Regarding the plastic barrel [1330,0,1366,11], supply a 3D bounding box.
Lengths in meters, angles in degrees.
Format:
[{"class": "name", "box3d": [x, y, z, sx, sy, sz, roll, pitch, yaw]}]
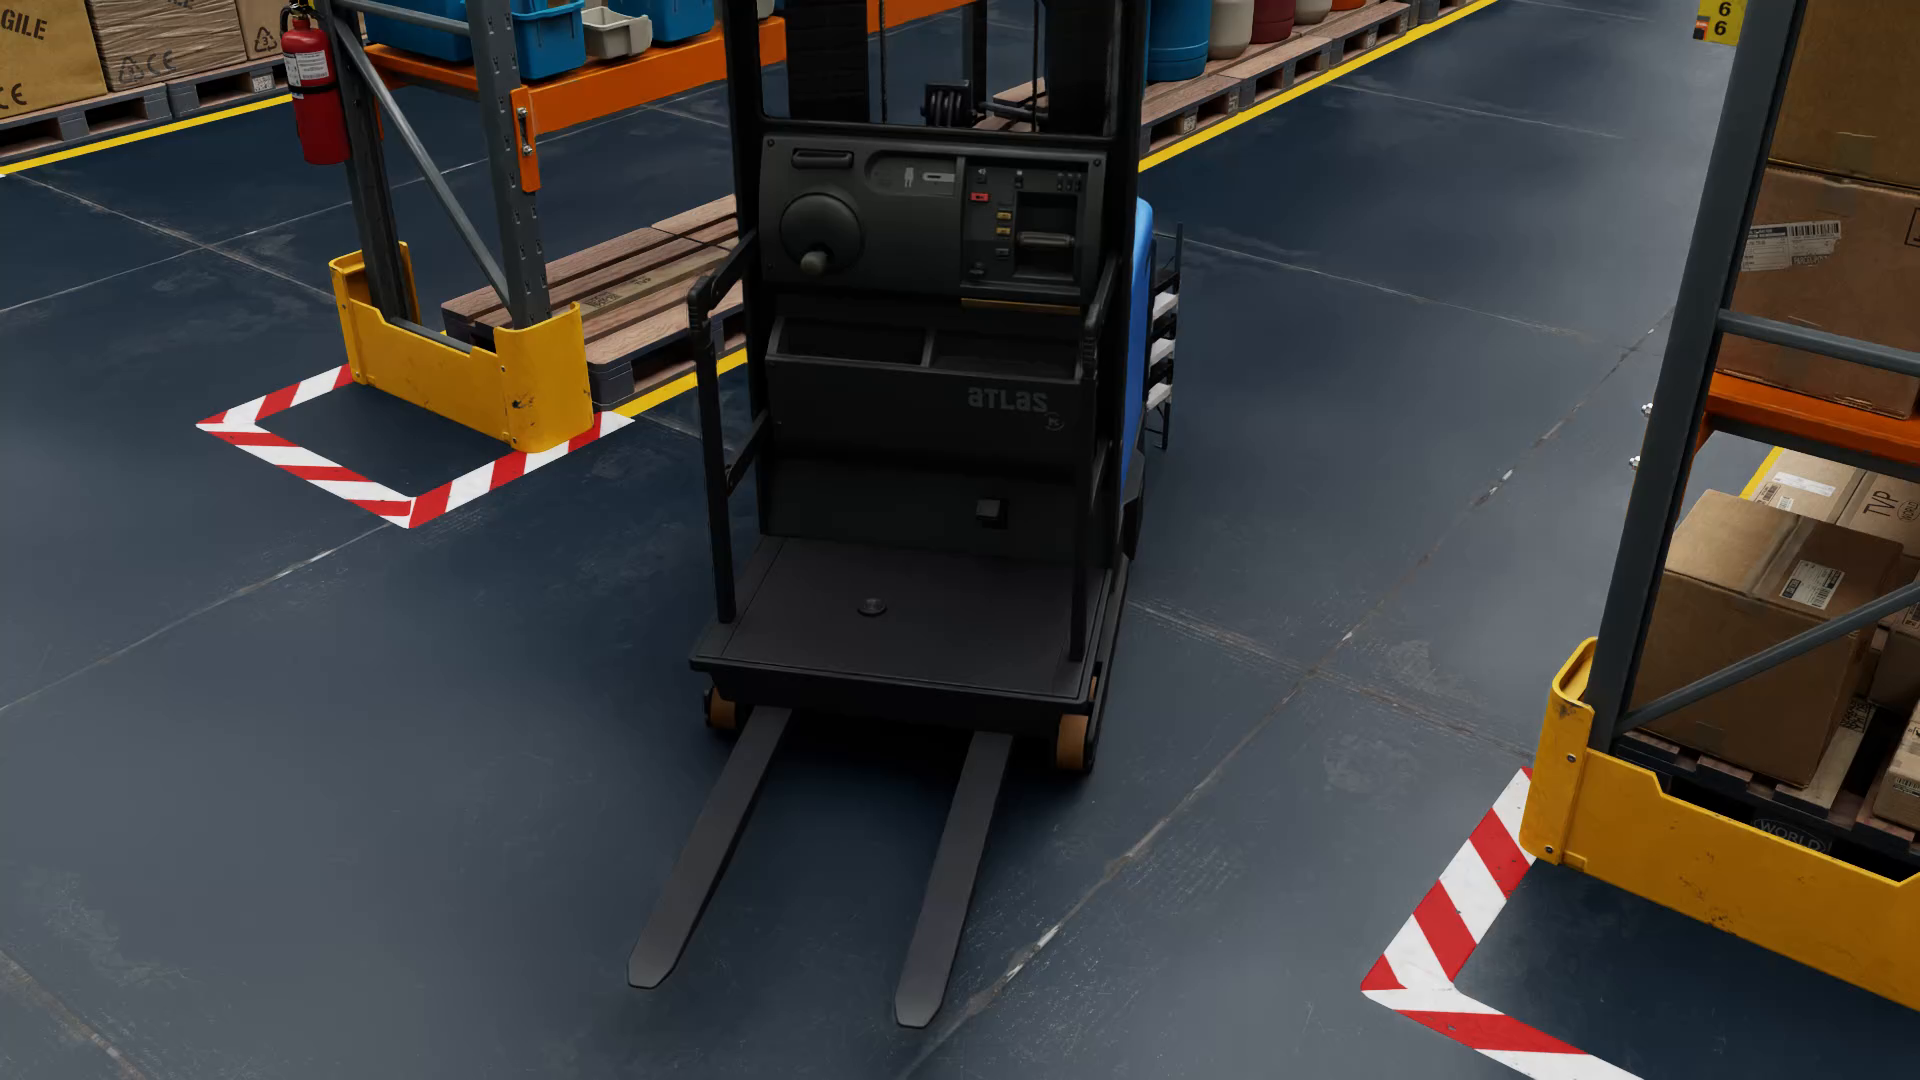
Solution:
[{"class": "plastic barrel", "box3d": [2.577, -4.162, 11.548, 0.600, 0.830, 0.708, 21, 37, 31]}]

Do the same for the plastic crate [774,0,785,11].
[{"class": "plastic crate", "box3d": [-0.764, -2.356, 6.888, 0.416, 0.233, 0.300, 21, 37, 31]}]

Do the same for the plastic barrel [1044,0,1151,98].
[{"class": "plastic barrel", "box3d": [0.787, -2.987, 9.495, 0.600, 0.901, 0.708, 21, 37, 31]}]

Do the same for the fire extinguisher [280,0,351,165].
[{"class": "fire extinguisher", "box3d": [-2.423, -1.753, 6.207, 0.296, 0.674, 0.183, 21, 37, 31]}]

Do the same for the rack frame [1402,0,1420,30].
[{"class": "rack frame", "box3d": [2.859, -5.119, 11.446, 1.000, 3.000, 0.127, 21, 37, 31]}]

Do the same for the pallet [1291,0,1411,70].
[{"class": "pallet", "box3d": [2.416, -3.587, 11.595, 1.003, 0.211, 1.213, 21, 37, 31]}]

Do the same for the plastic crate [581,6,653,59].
[{"class": "plastic crate", "box3d": [-1.299, -1.884, 6.187, 0.250, 0.136, 0.298, 21, 37, 31]}]

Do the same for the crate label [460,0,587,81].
[{"class": "crate label", "box3d": [-1.558, -1.821, 5.985, 0.416, 0.233, 0.303, 21, 37, 31]}]

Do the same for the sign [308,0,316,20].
[{"class": "sign", "box3d": [-2.418, -2.101, 6.192, 0.100, 0.325, 0.005, 21, 37, 31]}]

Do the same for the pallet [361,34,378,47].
[{"class": "pallet", "box3d": [-4.026, -3.533, 11.505, 1.003, 0.211, 1.213, 21, 37, 31]}]

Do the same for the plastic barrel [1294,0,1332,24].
[{"class": "plastic barrel", "box3d": [2.308, -3.769, 11.195, 0.421, 0.512, 0.421, 0, 31, 0]}]

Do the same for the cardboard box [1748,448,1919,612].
[{"class": "cardboard box", "box3d": [2.706, -0.022, 5.110, 0.500, 0.250, 0.500, 21, 37, 31]}]

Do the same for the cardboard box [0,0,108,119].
[{"class": "cardboard box", "box3d": [-5.596, -2.943, 9.446, 0.875, 0.875, 0.875, 21, 37, 31]}]

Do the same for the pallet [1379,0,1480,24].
[{"class": "pallet", "box3d": [3.358, -4.223, 12.668, 1.003, 0.211, 1.213, 21, 37, 31]}]

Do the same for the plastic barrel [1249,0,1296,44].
[{"class": "plastic barrel", "box3d": [1.896, -3.600, 10.835, 0.600, 0.588, 0.708, 21, 37, 31]}]

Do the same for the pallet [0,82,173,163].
[{"class": "pallet", "box3d": [-5.498, -2.541, 9.831, 1.003, 0.211, 1.213, 21, 37, 31]}]

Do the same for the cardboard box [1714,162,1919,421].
[{"class": "cardboard box", "box3d": [2.030, -0.651, 3.808, 0.500, 0.500, 0.500, 22, 37, 33]}]

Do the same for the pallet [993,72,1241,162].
[{"class": "pallet", "box3d": [0.944, -2.595, 9.921, 1.003, 0.211, 1.213, 21, 37, 31]}]

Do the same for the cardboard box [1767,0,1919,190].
[{"class": "cardboard box", "box3d": [2.026, -1.080, 3.552, 0.500, 0.500, 0.500, 21, 36, 31]}]

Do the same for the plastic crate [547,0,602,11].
[{"class": "plastic crate", "box3d": [-1.622, -2.167, 6.665, 0.396, 0.136, 0.243, 21, 37, 31]}]

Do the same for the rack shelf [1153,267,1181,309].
[{"class": "rack shelf", "box3d": [0.632, -0.924, 5.963, 0.258, 0.077, 0.200, 18, 35, 28]}]

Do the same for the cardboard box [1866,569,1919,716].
[{"class": "cardboard box", "box3d": [2.833, 0.315, 4.542, 0.500, 0.250, 0.500, 21, 37, 31]}]

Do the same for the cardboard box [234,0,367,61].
[{"class": "cardboard box", "box3d": [-4.510, -3.675, 10.681, 0.875, 0.875, 0.875, 21, 37, 31]}]

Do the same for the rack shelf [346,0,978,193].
[{"class": "rack shelf", "box3d": [-0.763, -2.371, 7.514, 1.077, 0.370, 4.000, 21, 37, 31]}]

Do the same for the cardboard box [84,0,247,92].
[{"class": "cardboard box", "box3d": [-5.047, -3.313, 10.071, 0.875, 0.875, 0.875, 21, 37, 31]}]

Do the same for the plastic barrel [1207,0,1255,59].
[{"class": "plastic barrel", "box3d": [1.626, -3.310, 10.421, 0.421, 0.512, 0.421, 0, 31, 0]}]

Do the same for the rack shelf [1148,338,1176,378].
[{"class": "rack shelf", "box3d": [0.632, -0.692, 6.100, 0.258, 0.077, 0.200, 18, 35, 28]}]

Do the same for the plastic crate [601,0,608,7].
[{"class": "plastic crate", "box3d": [-1.436, -2.281, 6.856, 0.396, 0.136, 0.243, 21, 37, 31]}]

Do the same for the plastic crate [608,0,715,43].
[{"class": "plastic crate", "box3d": [-1.161, -2.088, 6.437, 0.416, 0.233, 0.300, 21, 37, 31]}]

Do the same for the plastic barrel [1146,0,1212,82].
[{"class": "plastic barrel", "box3d": [1.214, -3.275, 9.981, 0.600, 0.901, 0.708, 21, 37, 31]}]

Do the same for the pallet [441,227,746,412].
[{"class": "pallet", "box3d": [-1.441, -0.991, 7.216, 1.003, 0.211, 1.213, 21, 37, 31]}]

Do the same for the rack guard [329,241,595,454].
[{"class": "rack guard", "box3d": [-1.974, -0.779, 6.573, 1.175, 0.500, 0.348, 21, 37, 31]}]

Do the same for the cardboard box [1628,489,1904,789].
[{"class": "cardboard box", "box3d": [2.109, 0.248, 4.410, 0.500, 0.500, 0.500, 21, 37, 31]}]

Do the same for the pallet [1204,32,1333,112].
[{"class": "pallet", "box3d": [1.680, -3.093, 10.762, 1.003, 0.211, 1.213, 21, 37, 31]}]

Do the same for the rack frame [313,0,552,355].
[{"class": "rack frame", "box3d": [-1.970, -1.868, 5.959, 1.000, 3.000, 0.127, 21, 37, 31]}]

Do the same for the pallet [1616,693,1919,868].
[{"class": "pallet", "box3d": [2.503, 0.503, 4.695, 1.003, 0.211, 1.213, 21, 37, 31]}]

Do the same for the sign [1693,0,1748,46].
[{"class": "sign", "box3d": [1.546, -1.155, 3.311, 0.100, 0.325, 0.005, 21, 37, 31]}]

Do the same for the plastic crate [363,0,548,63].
[{"class": "plastic crate", "box3d": [-1.917, -2.102, 6.262, 0.616, 0.435, 0.499, 21, 37, 31]}]

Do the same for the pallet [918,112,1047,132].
[{"class": "pallet", "box3d": [0.032, -1.983, 8.889, 1.003, 0.211, 1.213, 21, 37, 31]}]

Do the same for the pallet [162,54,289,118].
[{"class": "pallet", "box3d": [-4.762, -3.035, 10.664, 1.003, 0.211, 1.213, 21, 37, 31]}]

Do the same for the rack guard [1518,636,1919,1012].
[{"class": "rack guard", "box3d": [2.023, 0.703, 4.074, 1.175, 0.500, 0.348, 21, 37, 31]}]

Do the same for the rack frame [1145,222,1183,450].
[{"class": "rack frame", "box3d": [0.687, -0.764, 6.157, 0.240, 0.900, 0.006, 18, 35, 28]}]

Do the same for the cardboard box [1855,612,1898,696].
[{"class": "cardboard box", "box3d": [2.425, 0.254, 4.727, 0.380, 0.166, 0.250, 21, 37, 31]}]

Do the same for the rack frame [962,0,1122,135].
[{"class": "rack frame", "box3d": [0.445, -3.494, 8.703, 1.000, 3.000, 0.127, 21, 37, 31]}]

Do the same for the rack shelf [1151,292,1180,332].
[{"class": "rack shelf", "box3d": [0.632, -0.847, 6.008, 0.258, 0.077, 0.200, 18, 35, 28]}]

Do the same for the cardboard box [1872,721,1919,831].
[{"class": "cardboard box", "box3d": [2.504, 0.631, 4.108, 0.380, 0.149, 0.250, 21, 37, 31]}]

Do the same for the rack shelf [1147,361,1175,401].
[{"class": "rack shelf", "box3d": [0.632, -0.614, 6.146, 0.258, 0.077, 0.200, 18, 35, 28]}]

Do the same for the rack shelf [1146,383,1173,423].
[{"class": "rack shelf", "box3d": [0.632, -0.537, 6.192, 0.258, 0.077, 0.200, 18, 35, 28]}]

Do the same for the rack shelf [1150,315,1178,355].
[{"class": "rack shelf", "box3d": [0.632, -0.769, 6.054, 0.258, 0.077, 0.200, 18, 35, 28]}]

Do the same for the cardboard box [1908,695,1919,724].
[{"class": "cardboard box", "box3d": [2.655, 0.522, 4.275, 0.380, 0.166, 0.250, 21, 37, 31]}]

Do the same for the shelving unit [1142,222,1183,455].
[{"class": "shelving unit", "box3d": [0.632, -0.721, 6.083, 0.258, 0.900, 0.210, 18, 35, 28]}]

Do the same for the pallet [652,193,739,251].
[{"class": "pallet", "box3d": [-0.704, -1.485, 8.049, 1.003, 0.211, 1.213, 21, 37, 31]}]

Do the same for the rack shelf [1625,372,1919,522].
[{"class": "rack shelf", "box3d": [3.184, -0.845, 4.940, 1.077, 0.370, 4.000, 21, 37, 31]}]

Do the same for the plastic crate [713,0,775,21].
[{"class": "plastic crate", "box3d": [-0.889, -2.160, 6.652, 0.250, 0.136, 0.298, 21, 37, 31]}]

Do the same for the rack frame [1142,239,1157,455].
[{"class": "rack frame", "box3d": [0.577, -0.677, 6.010, 0.240, 0.900, 0.006, 18, 35, 28]}]

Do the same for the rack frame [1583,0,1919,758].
[{"class": "rack frame", "box3d": [1.977, -0.342, 3.384, 1.000, 3.000, 0.127, 21, 37, 31]}]

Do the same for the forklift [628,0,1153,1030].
[{"class": "forklift", "box3d": [-0.119, -0.816, 4.252, 1.130, 2.935, 3.031, 6, 31, 9]}]
